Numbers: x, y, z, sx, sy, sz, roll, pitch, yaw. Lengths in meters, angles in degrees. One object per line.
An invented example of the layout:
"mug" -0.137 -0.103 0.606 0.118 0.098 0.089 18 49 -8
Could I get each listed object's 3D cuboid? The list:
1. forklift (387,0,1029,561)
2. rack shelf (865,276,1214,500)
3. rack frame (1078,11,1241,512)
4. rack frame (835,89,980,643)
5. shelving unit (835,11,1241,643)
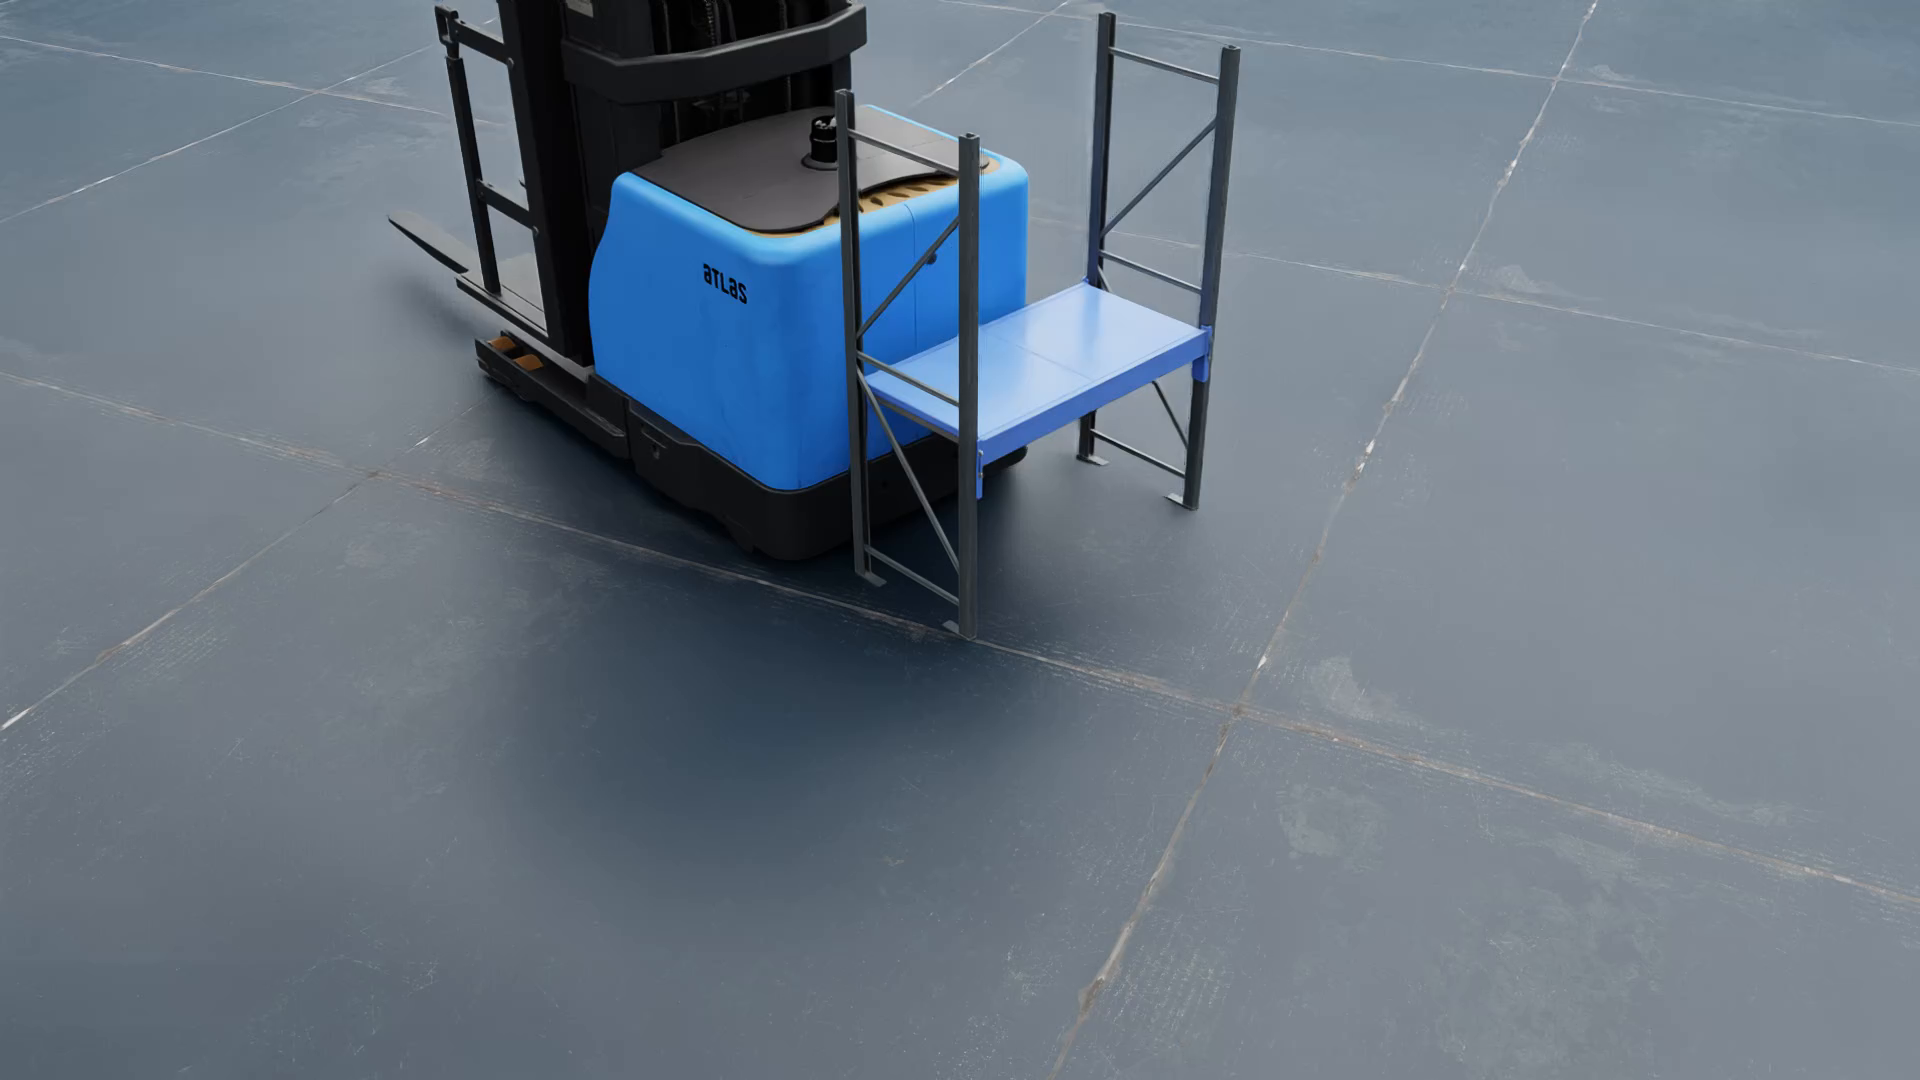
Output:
"forklift" -1.127 -1.891 5.461 1.130 2.935 3.031 -26 41 -34
"rack shelf" 0.227 -0.479 4.940 1.000 0.185 0.538 -28 42 -36
"rack frame" 0.591 -0.824 5.138 0.032 1.500 0.500 -28 42 -36
"rack frame" -0.137 -0.435 4.545 0.032 1.500 0.500 -28 42 -36
"shelving unit" 0.227 -0.629 4.842 1.048 1.500 0.538 -28 42 -36
